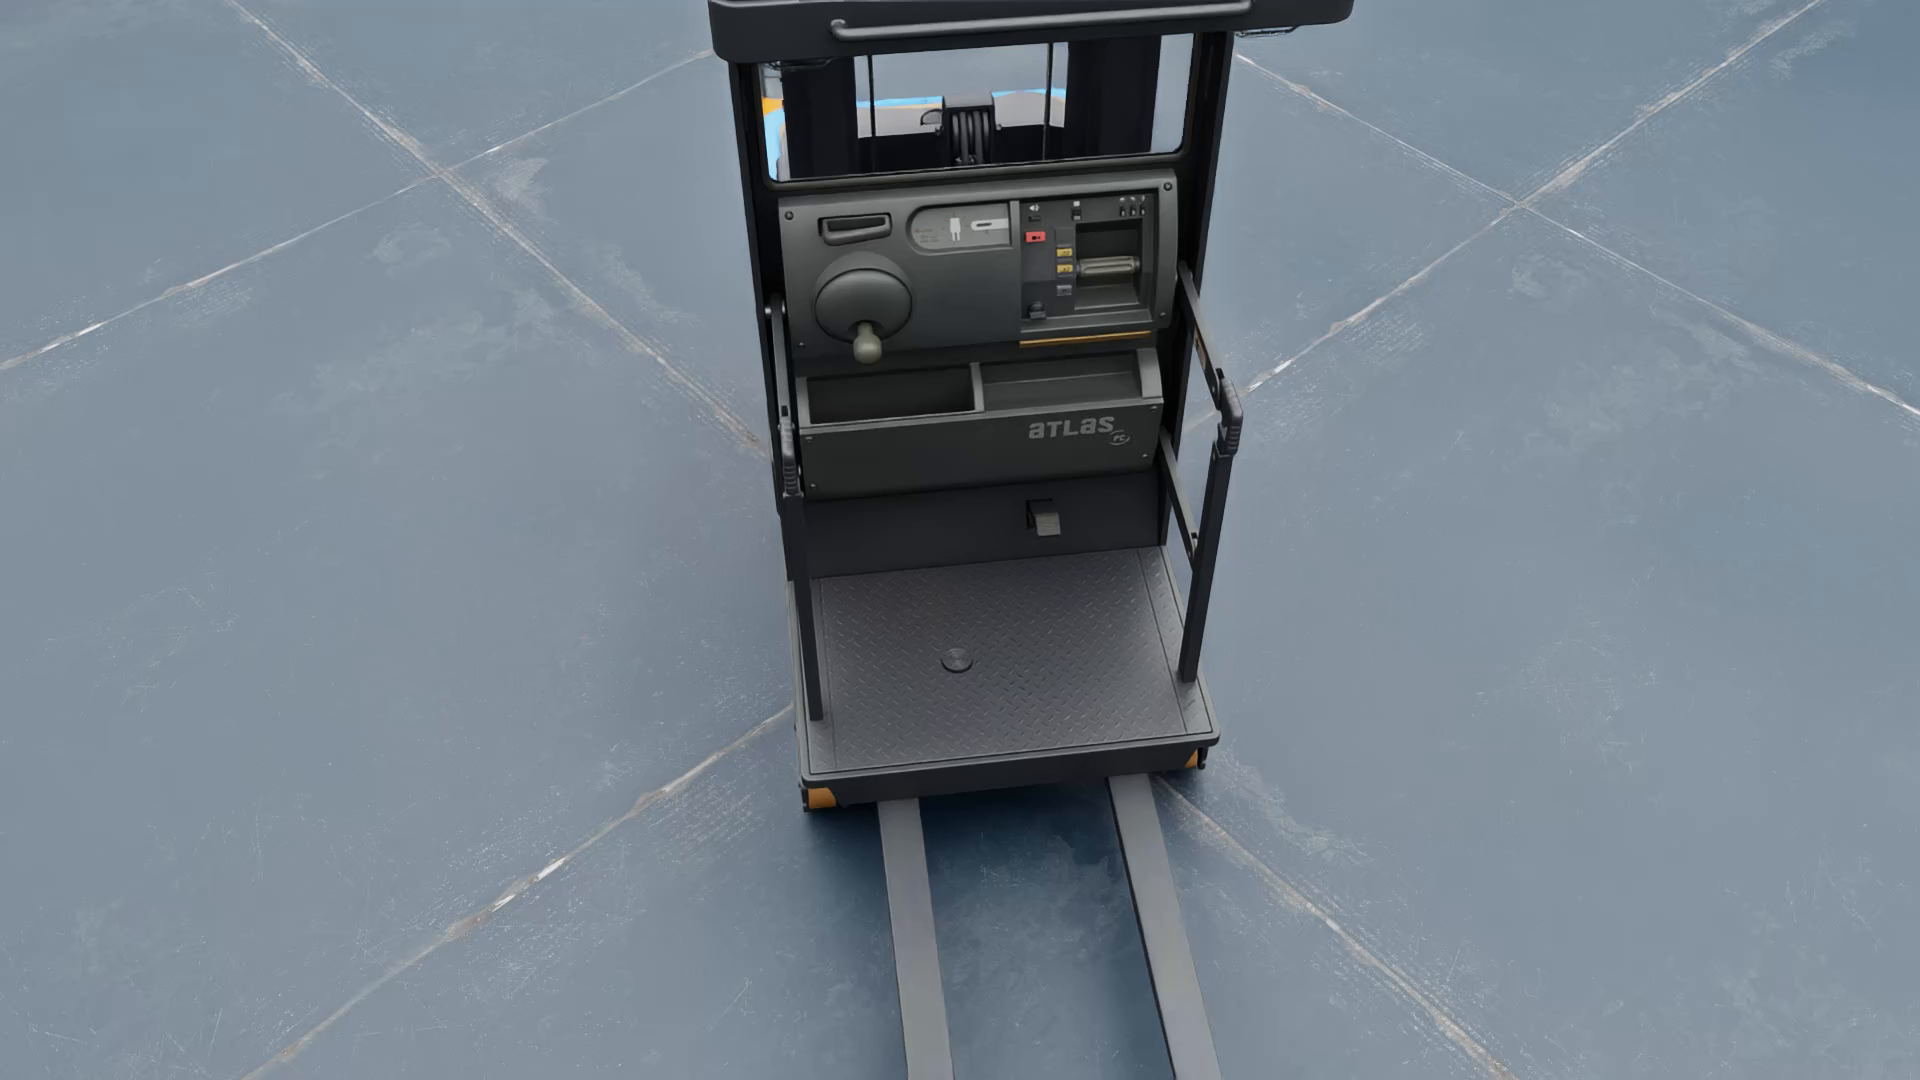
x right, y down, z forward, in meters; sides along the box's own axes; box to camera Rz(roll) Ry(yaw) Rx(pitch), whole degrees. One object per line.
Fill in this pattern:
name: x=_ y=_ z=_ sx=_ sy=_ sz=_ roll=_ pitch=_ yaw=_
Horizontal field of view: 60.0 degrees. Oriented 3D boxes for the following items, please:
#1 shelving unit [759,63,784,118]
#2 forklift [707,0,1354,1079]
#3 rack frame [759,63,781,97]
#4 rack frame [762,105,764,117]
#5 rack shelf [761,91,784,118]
shelving unit: x=-0.524 y=-1.076 z=5.527 sx=0.215 sy=1.050 sz=0.252 roll=-2 pitch=47 yaw=-2
forklift: x=0.079 y=-0.538 z=3.753 sx=1.130 sy=2.935 sz=3.031 roll=-5 pitch=48 yaw=-5
rack frame: x=-0.530 y=-1.165 z=5.610 sx=0.200 sy=1.050 sz=0.008 roll=-2 pitch=47 yaw=-2
rack frame: x=-0.518 y=-0.987 z=5.444 sx=0.200 sy=1.050 sz=0.008 roll=-2 pitch=47 yaw=-2
rack shelf: x=-0.525 y=-1.263 z=5.327 sx=0.215 sy=0.259 sz=0.240 roll=-2 pitch=47 yaw=-2
